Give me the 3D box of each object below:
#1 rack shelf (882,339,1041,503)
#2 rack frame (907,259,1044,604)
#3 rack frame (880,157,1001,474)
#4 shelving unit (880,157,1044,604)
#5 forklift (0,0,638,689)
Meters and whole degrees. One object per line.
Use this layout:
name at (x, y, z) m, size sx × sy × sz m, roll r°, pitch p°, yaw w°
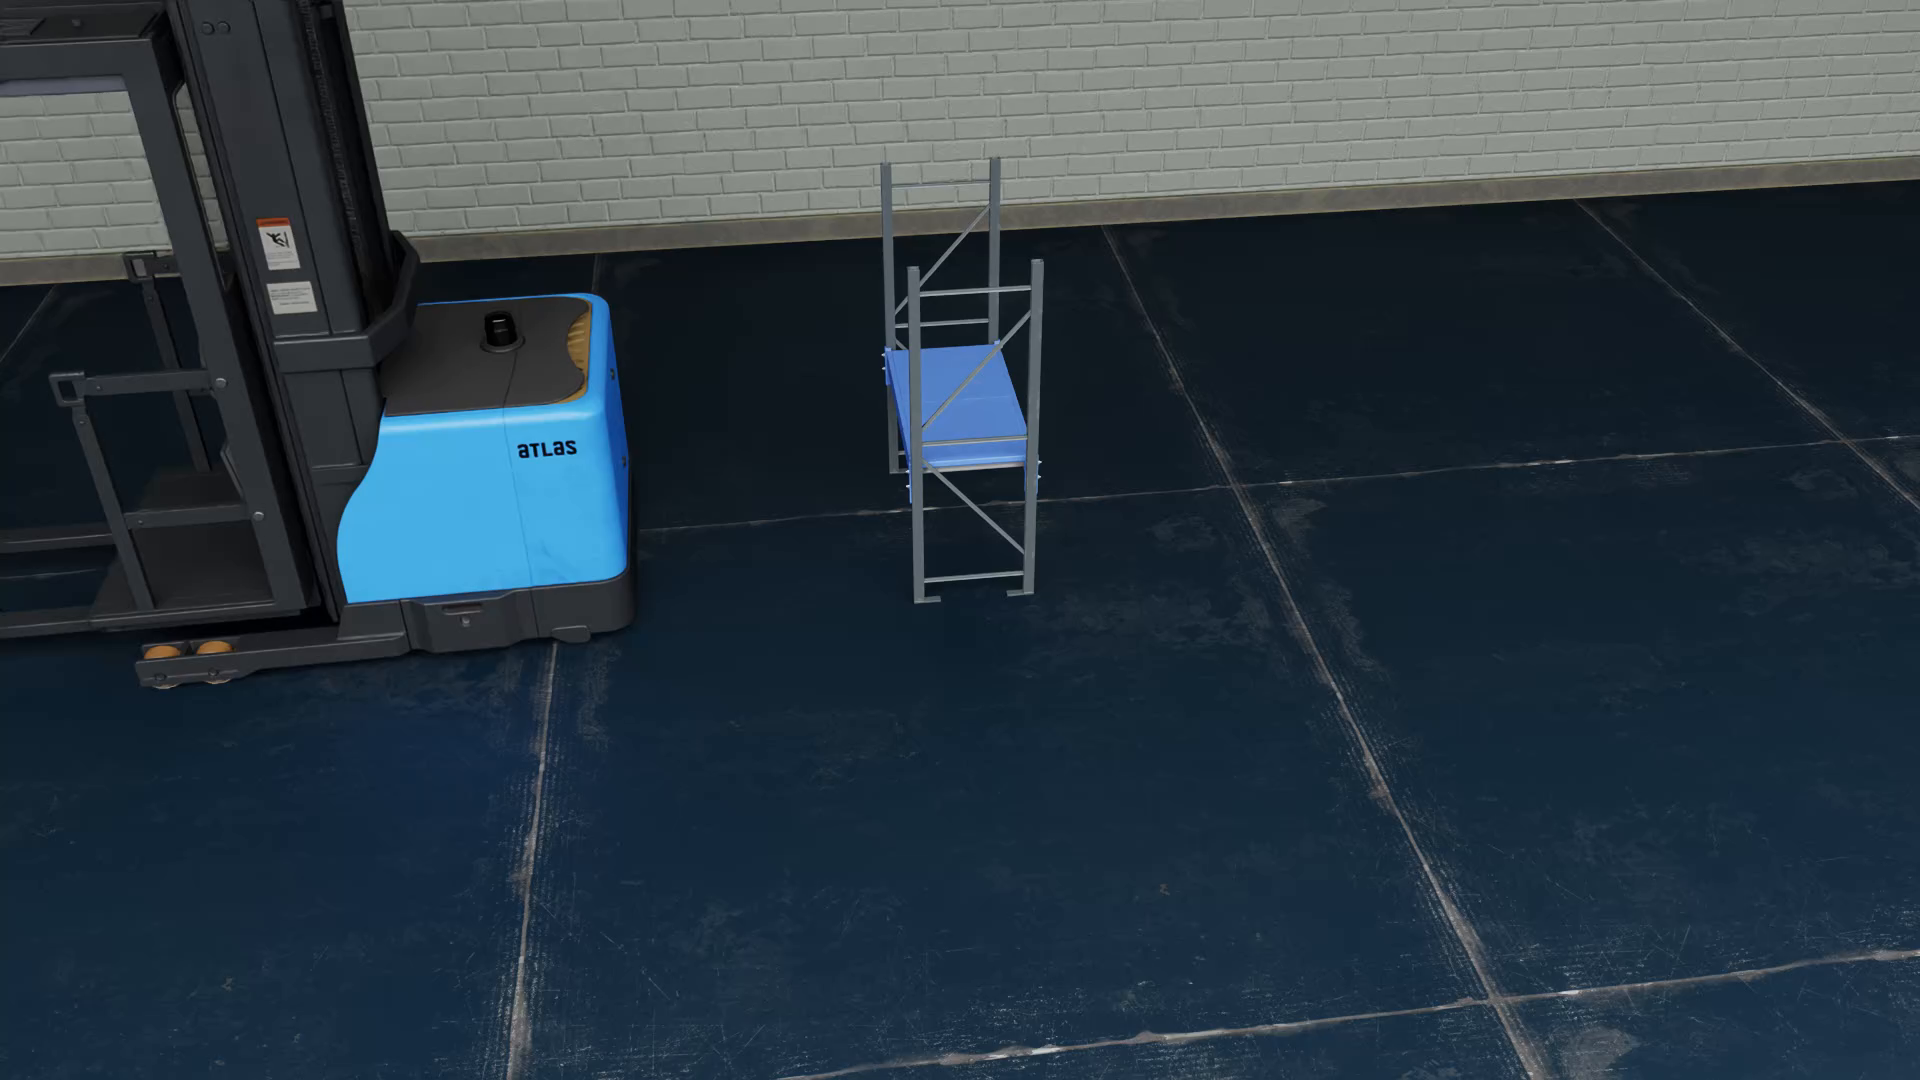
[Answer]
rack shelf at (-0.011, -0.519, 6.999) m, size 0.538 × 0.185 × 1.000 m, roll -4°, pitch 35°, yaw -6°
rack frame at (0.057, -0.384, 6.481) m, size 0.500 × 1.500 × 0.032 m, roll -4°, pitch 35°, yaw -6°
rack frame at (-0.080, -0.951, 7.314) m, size 0.500 × 1.500 × 0.032 m, roll -4°, pitch 35°, yaw -6°
shelving unit at (-0.011, -0.667, 6.897) m, size 0.538 × 1.500 × 1.048 m, roll -4°, pitch 35°, yaw -6°
forklift at (-2.862, -0.958, 6.053) m, size 3.031 × 2.935 × 1.130 m, roll -5°, pitch 35°, yaw -7°
